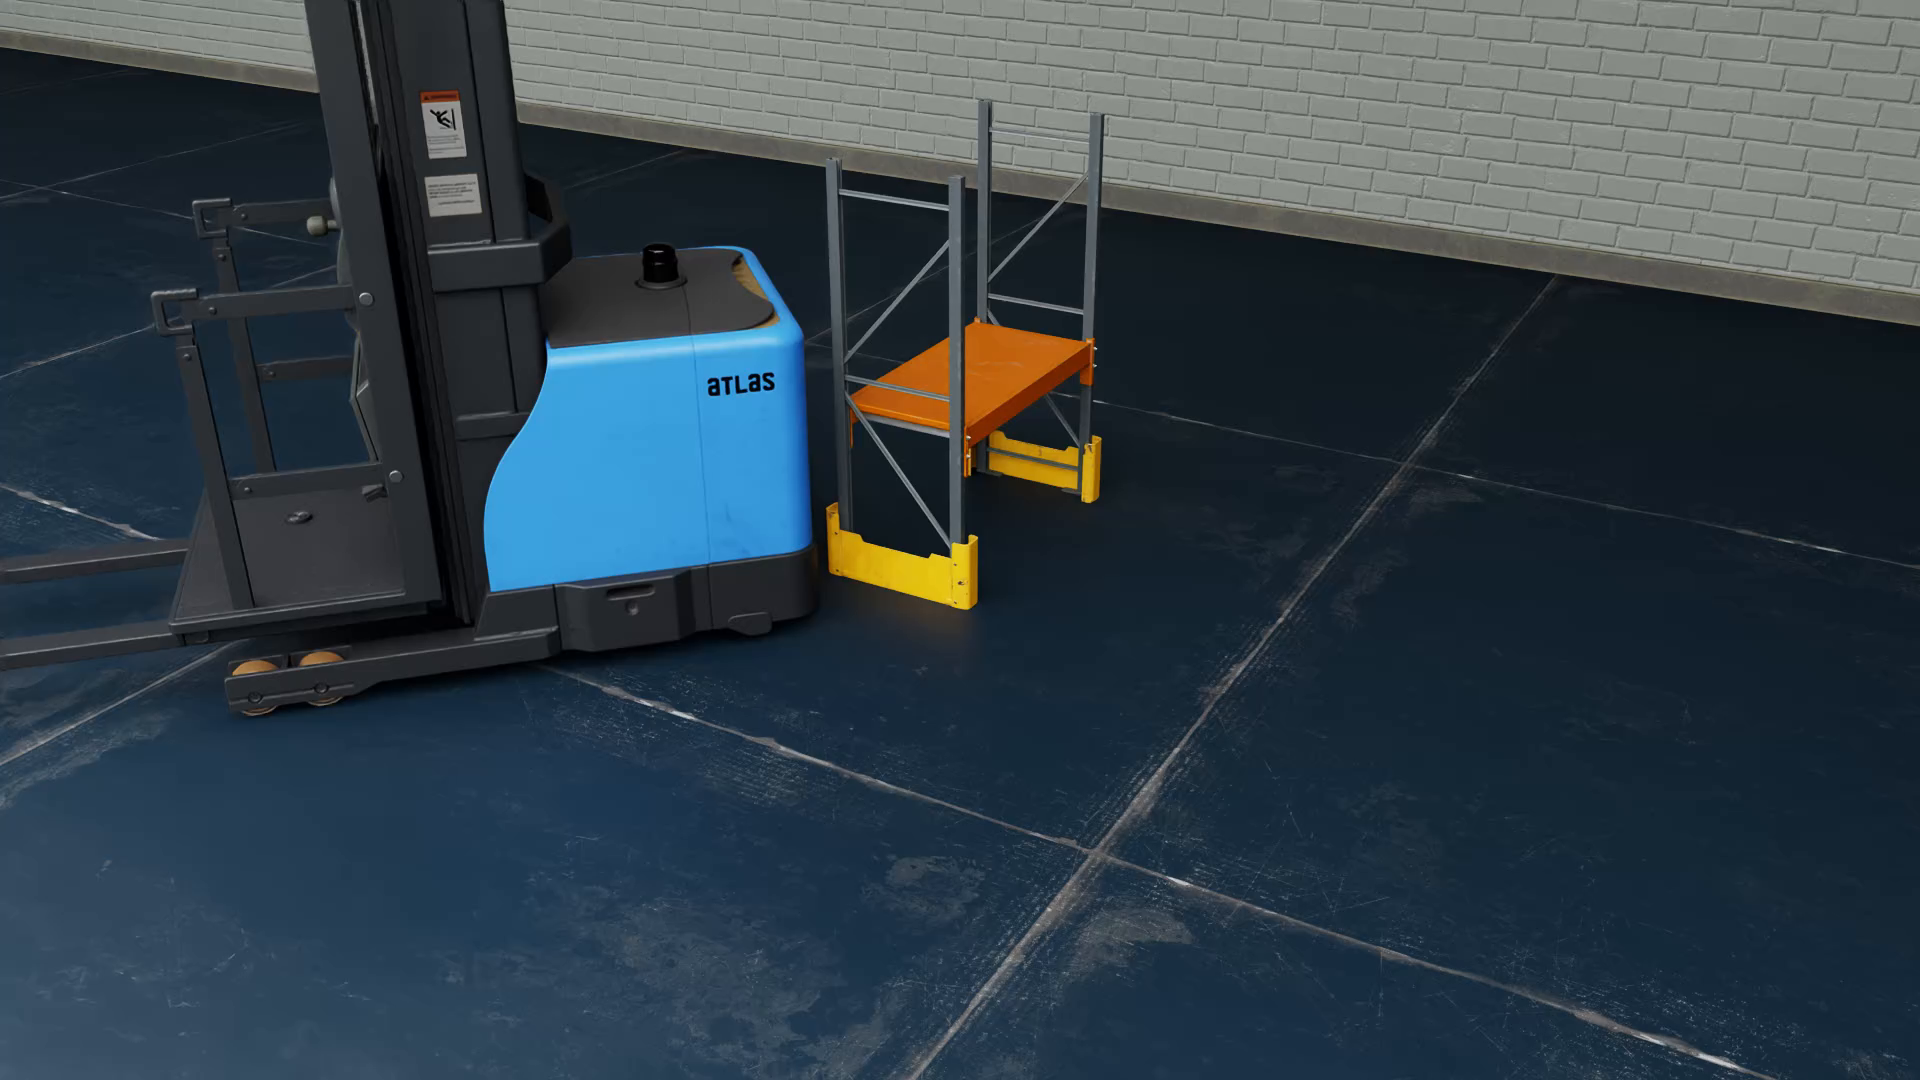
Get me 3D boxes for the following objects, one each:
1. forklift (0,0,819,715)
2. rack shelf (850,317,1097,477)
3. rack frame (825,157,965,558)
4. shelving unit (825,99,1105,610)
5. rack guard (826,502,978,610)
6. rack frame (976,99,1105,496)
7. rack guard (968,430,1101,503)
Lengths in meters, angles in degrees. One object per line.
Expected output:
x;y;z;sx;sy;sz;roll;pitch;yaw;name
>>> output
-2.054;-1.031;5.034;3.031;2.935;1.130;-8;28;-15;forklift
0.042;-0.543;6.061;0.538;0.185;1.000;14;30;26;rack shelf
-0.208;-0.506;5.585;0.500;1.500;0.032;14;30;26;rack frame
0.038;-0.700;5.974;0.587;1.500;1.083;14;30;26;shelving unit
-0.207;0.053;5.866;0.587;0.250;0.087;14;30;26;rack guard
0.292;-0.902;6.376;0.500;1.500;0.032;14;30;26;rack frame
0.282;-0.336;6.641;0.587;0.250;0.087;14;30;26;rack guard
